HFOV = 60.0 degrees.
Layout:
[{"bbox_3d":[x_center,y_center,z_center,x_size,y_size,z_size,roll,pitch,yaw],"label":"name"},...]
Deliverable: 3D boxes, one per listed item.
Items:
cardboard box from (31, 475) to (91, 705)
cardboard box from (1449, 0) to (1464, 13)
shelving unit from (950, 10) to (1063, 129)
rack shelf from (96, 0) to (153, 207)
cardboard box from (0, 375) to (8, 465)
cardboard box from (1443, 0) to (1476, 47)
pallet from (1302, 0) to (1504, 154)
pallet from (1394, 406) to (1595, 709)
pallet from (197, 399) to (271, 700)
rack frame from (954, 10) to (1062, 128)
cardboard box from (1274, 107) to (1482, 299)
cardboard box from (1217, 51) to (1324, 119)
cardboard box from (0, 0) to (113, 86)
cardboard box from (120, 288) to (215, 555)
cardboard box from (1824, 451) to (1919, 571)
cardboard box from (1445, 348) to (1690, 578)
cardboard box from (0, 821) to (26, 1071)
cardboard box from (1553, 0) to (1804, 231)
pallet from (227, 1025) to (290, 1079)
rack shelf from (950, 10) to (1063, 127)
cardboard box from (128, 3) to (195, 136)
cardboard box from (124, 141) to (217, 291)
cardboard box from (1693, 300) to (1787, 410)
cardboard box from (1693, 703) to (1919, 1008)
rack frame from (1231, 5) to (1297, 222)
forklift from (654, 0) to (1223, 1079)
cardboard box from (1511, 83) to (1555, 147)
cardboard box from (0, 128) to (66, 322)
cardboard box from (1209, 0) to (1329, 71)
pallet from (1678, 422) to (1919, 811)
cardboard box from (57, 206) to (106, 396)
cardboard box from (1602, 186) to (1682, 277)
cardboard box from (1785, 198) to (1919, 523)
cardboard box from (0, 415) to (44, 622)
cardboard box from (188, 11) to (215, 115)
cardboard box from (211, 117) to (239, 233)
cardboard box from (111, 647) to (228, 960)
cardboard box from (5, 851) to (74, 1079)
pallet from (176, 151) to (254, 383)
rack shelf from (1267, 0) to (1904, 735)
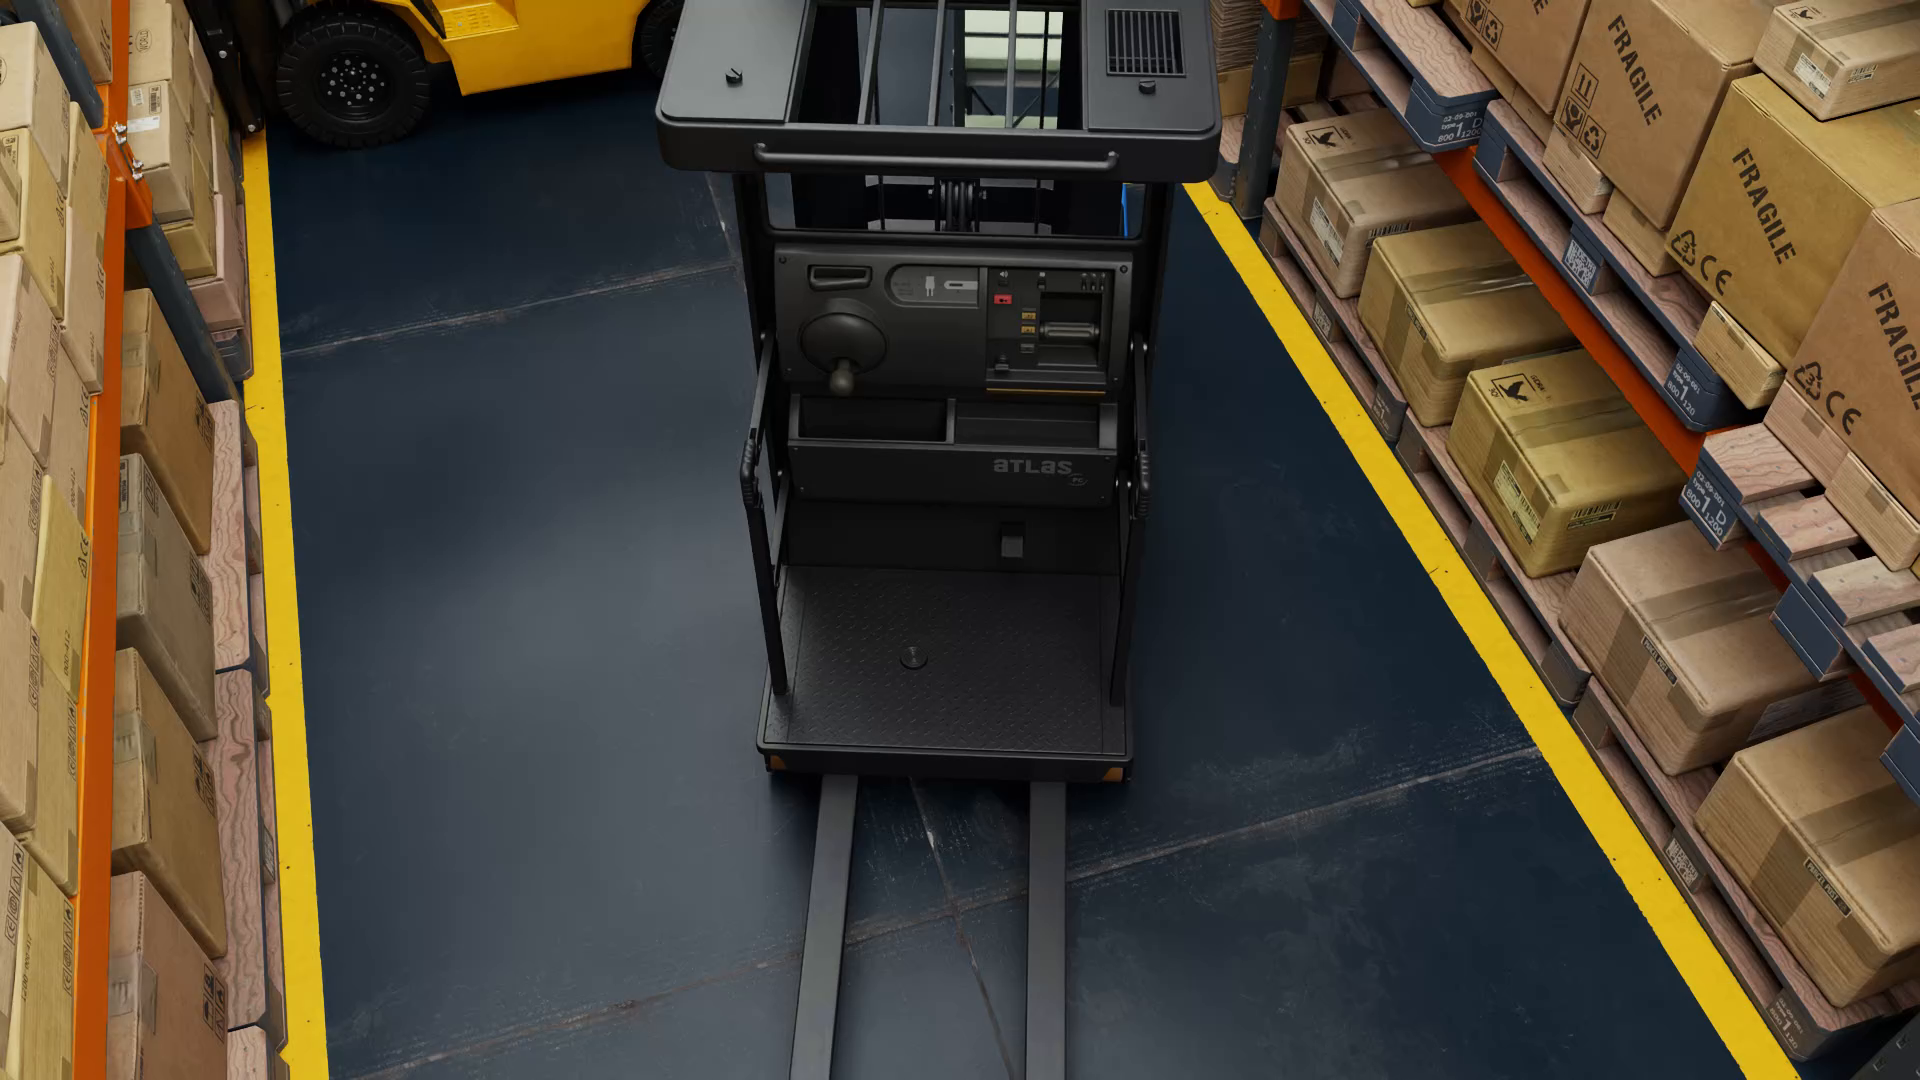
[{"bbox_3d":[-2.285,0.159,3.753,0.500,0.250,0.500,-12,51,-10],"label":"cardboard box"},{"bbox_3d":[1.638,-1.925,4.876,0.500,0.500,0.500,-13,51,-11],"label":"cardboard box"},{"bbox_3d":[0.197,-1.467,6.006,0.431,1.500,0.755,2,50,2],"label":"shelving unit"},{"bbox_3d":[-3.707,-2.539,6.399,1.077,0.370,4.000,-13,51,-11],"label":"rack shelf"},{"bbox_3d":[-2.244,-0.249,3.508,0.380,0.149,0.250,-15,51,-12],"label":"cardboard box"},{"bbox_3d":[1.709,-1.640,5.060,0.380,0.149,0.250,-10,51,-9],"label":"cardboard box"},{"bbox_3d":[1.712,-1.782,5.416,1.003,0.211,1.213,-13,51,-11],"label":"pallet"},{"bbox_3d":[2.221,-0.075,5.675,1.003,0.211,1.213,-13,51,-11],"label":"pallet"},{"bbox_3d":[-2.861,0.118,5.512,1.003,0.211,1.213,-13,51,-11],"label":"pallet"},{"bbox_3d":[0.182,-1.187,5.770,0.400,1.500,0.023,2,50,2],"label":"rack frame"},{"bbox_3d":[1.782,-1.341,6.362,0.950,0.372,0.625,-13,51,-11],"label":"cardboard box"},{"bbox_3d":[1.193,-2.055,7.044,0.500,0.250,0.500,-11,51,-9],"label":"cardboard box"},{"bbox_3d":[-2.998,-1.725,5.177,0.500,0.500,0.500,-15,51,-12],"label":"cardboard box"},{"bbox_3d":[-2.951,-0.301,5.320,0.875,0.625,0.625,-11,51,-9],"label":"cardboard box"},{"bbox_3d":[2.220,-0.107,3.768,0.380,0.149,0.250,-14,51,-11],"label":"cardboard box"},{"bbox_3d":[2.205,-0.309,5.492,0.950,0.372,0.625,-12,51,-10],"label":"cardboard box"},{"bbox_3d":[-1.978,0.754,2.924,0.500,0.250,0.500,-12,51,-10],"label":"cardboard box"},{"bbox_3d":[1.933,-1.188,4.255,0.500,0.500,0.500,-15,52,-12],"label":"cardboard box"},{"bbox_3d":[-2.139,1.901,4.010,1.003,0.211,1.213,-13,51,-11],"label":"pallet"},{"bbox_3d":[0.197,-1.718,5.707,0.431,0.370,0.720,2,50,2],"label":"rack shelf"},{"bbox_3d":[-3.101,-1.681,6.075,0.500,0.250,0.500,-13,51,-11],"label":"cardboard box"},{"bbox_3d":[-2.964,-1.143,5.948,0.500,0.250,0.500,-14,51,-11],"label":"cardboard box"},{"bbox_3d":[2.059,-0.491,4.091,0.380,0.149,0.250,-13,51,-10],"label":"cardboard box"},{"bbox_3d":[2.650,0.783,4.572,0.950,0.372,0.625,-16,52,-13],"label":"cardboard box"},{"bbox_3d":[1.625,-2.435,5.841,1.000,3.000,0.127,-13,51,-11],"label":"rack frame"},{"bbox_3d":[-0.026,-0.463,4.223,1.130,2.935,3.031,2,50,2],"label":"forklift"},{"bbox_3d":[1.816,-1.262,4.741,0.380,0.149,0.250,-13,51,-11],"label":"cardboard box"},{"bbox_3d":[-2.567,-0.748,4.189,0.500,0.250,0.500,-15,51,-12],"label":"cardboard box"},{"bbox_3d":[1.193,-2.297,6.758,0.500,0.500,0.500,-14,51,-11],"label":"cardboard box"},{"bbox_3d":[2.495,0.052,3.870,1.213,0.211,1.003,-13,51,-11],"label":"pallet"},{"bbox_3d":[-2.563,-0.586,4.381,0.500,0.250,0.500,-14,51,-11],"label":"cardboard box"},{"bbox_3d":[1.952,-0.868,4.409,0.380,0.149,0.250,-15,51,-12],"label":"cardboard box"},{"bbox_3d":[2.244,-0.421,3.608,0.500,0.500,0.500,-14,51,-12],"label":"cardboard box"},{"bbox_3d":[-2.290,0.000,3.559,0.500,0.250,0.500,-13,51,-10],"label":"cardboard box"},{"bbox_3d":[-3.252,-1.880,6.570,0.500,0.250,0.500,-14,51,-11],"label":"cardboard box"},{"bbox_3d":[-3.107,-1.354,6.454,0.500,0.250,0.500,-14,51,-12],"label":"cardboard box"},{"bbox_3d":[-2.504,0.816,4.379,0.875,0.625,0.625,-15,52,-12],"label":"cardboard box"},{"bbox_3d":[-1.975,0.912,3.117,0.500,0.250,0.500,-14,51,-12],"label":"cardboard box"},{"bbox_3d":[-3.311,-1.001,6.456,1.003,0.211,1.213,-13,51,-11],"label":"pallet"},{"bbox_3d":[2.216,-0.742,4.884,1.077,0.370,4.000,-13,51,-11],"label":"rack shelf"}]
